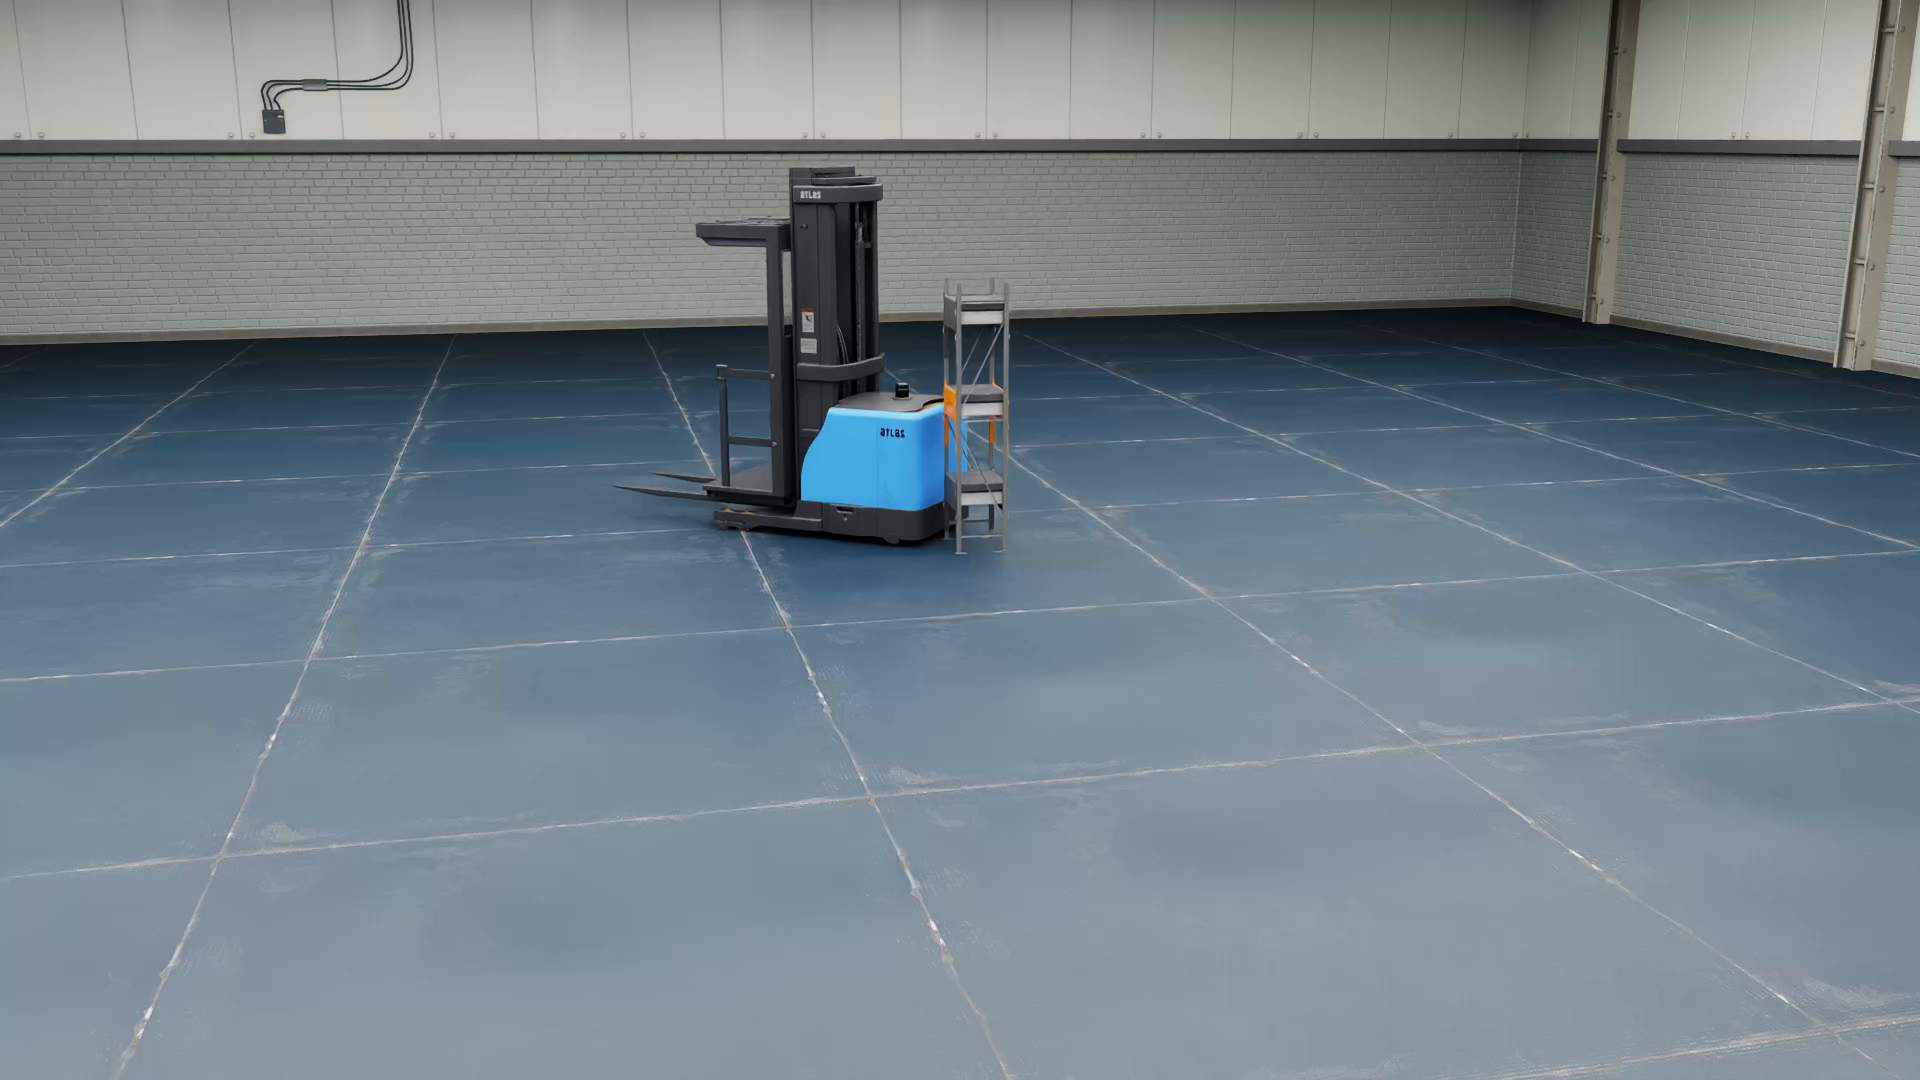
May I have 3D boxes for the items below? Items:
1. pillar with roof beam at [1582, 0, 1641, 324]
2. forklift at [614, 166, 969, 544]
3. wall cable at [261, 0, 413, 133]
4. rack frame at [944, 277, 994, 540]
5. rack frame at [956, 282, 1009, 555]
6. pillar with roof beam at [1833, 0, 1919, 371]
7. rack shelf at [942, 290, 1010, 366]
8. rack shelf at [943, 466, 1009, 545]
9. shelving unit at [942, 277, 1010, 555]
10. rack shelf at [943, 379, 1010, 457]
[{"bbox_3d":[6.881,-7.914,26.860,9.100,9.000,0.400,-3,14,-13],"label":"pillar with roof beam"},{"bbox_3d":[-1.487,-1.601,13.806,3.031,2.935,1.130,6,15,23],"label":"forklift"},{"bbox_3d":[-9.729,-9.329,25.486,2.305,6.003,0.169,-3,14,-13],"label":"wall cable"},{"bbox_3d":[0.072,-1.027,13.207,0.400,2.100,0.015,-3,14,-11],"label":"rack frame"},{"bbox_3d":[0.171,-0.914,12.743,0.400,2.100,0.015,-3,14,-11],"label":"rack frame"},{"bbox_3d":[8.290,-6.530,21.195,9.100,9.000,0.400,-3,14,-13],"label":"pillar with roof beam"},{"bbox_3d":[0.121,-1.637,12.812,0.431,0.518,0.480,-3,14,-11],"label":"rack shelf"},{"bbox_3d":[0.121,-0.277,13.144,0.431,0.518,0.480,-3,14,-11],"label":"rack shelf"},{"bbox_3d":[0.121,-0.970,12.975,0.431,2.100,0.503,-3,14,-11],"label":"shelving unit"},{"bbox_3d":[0.121,-0.957,12.978,0.431,0.518,0.480,-3,14,-11],"label":"rack shelf"}]
